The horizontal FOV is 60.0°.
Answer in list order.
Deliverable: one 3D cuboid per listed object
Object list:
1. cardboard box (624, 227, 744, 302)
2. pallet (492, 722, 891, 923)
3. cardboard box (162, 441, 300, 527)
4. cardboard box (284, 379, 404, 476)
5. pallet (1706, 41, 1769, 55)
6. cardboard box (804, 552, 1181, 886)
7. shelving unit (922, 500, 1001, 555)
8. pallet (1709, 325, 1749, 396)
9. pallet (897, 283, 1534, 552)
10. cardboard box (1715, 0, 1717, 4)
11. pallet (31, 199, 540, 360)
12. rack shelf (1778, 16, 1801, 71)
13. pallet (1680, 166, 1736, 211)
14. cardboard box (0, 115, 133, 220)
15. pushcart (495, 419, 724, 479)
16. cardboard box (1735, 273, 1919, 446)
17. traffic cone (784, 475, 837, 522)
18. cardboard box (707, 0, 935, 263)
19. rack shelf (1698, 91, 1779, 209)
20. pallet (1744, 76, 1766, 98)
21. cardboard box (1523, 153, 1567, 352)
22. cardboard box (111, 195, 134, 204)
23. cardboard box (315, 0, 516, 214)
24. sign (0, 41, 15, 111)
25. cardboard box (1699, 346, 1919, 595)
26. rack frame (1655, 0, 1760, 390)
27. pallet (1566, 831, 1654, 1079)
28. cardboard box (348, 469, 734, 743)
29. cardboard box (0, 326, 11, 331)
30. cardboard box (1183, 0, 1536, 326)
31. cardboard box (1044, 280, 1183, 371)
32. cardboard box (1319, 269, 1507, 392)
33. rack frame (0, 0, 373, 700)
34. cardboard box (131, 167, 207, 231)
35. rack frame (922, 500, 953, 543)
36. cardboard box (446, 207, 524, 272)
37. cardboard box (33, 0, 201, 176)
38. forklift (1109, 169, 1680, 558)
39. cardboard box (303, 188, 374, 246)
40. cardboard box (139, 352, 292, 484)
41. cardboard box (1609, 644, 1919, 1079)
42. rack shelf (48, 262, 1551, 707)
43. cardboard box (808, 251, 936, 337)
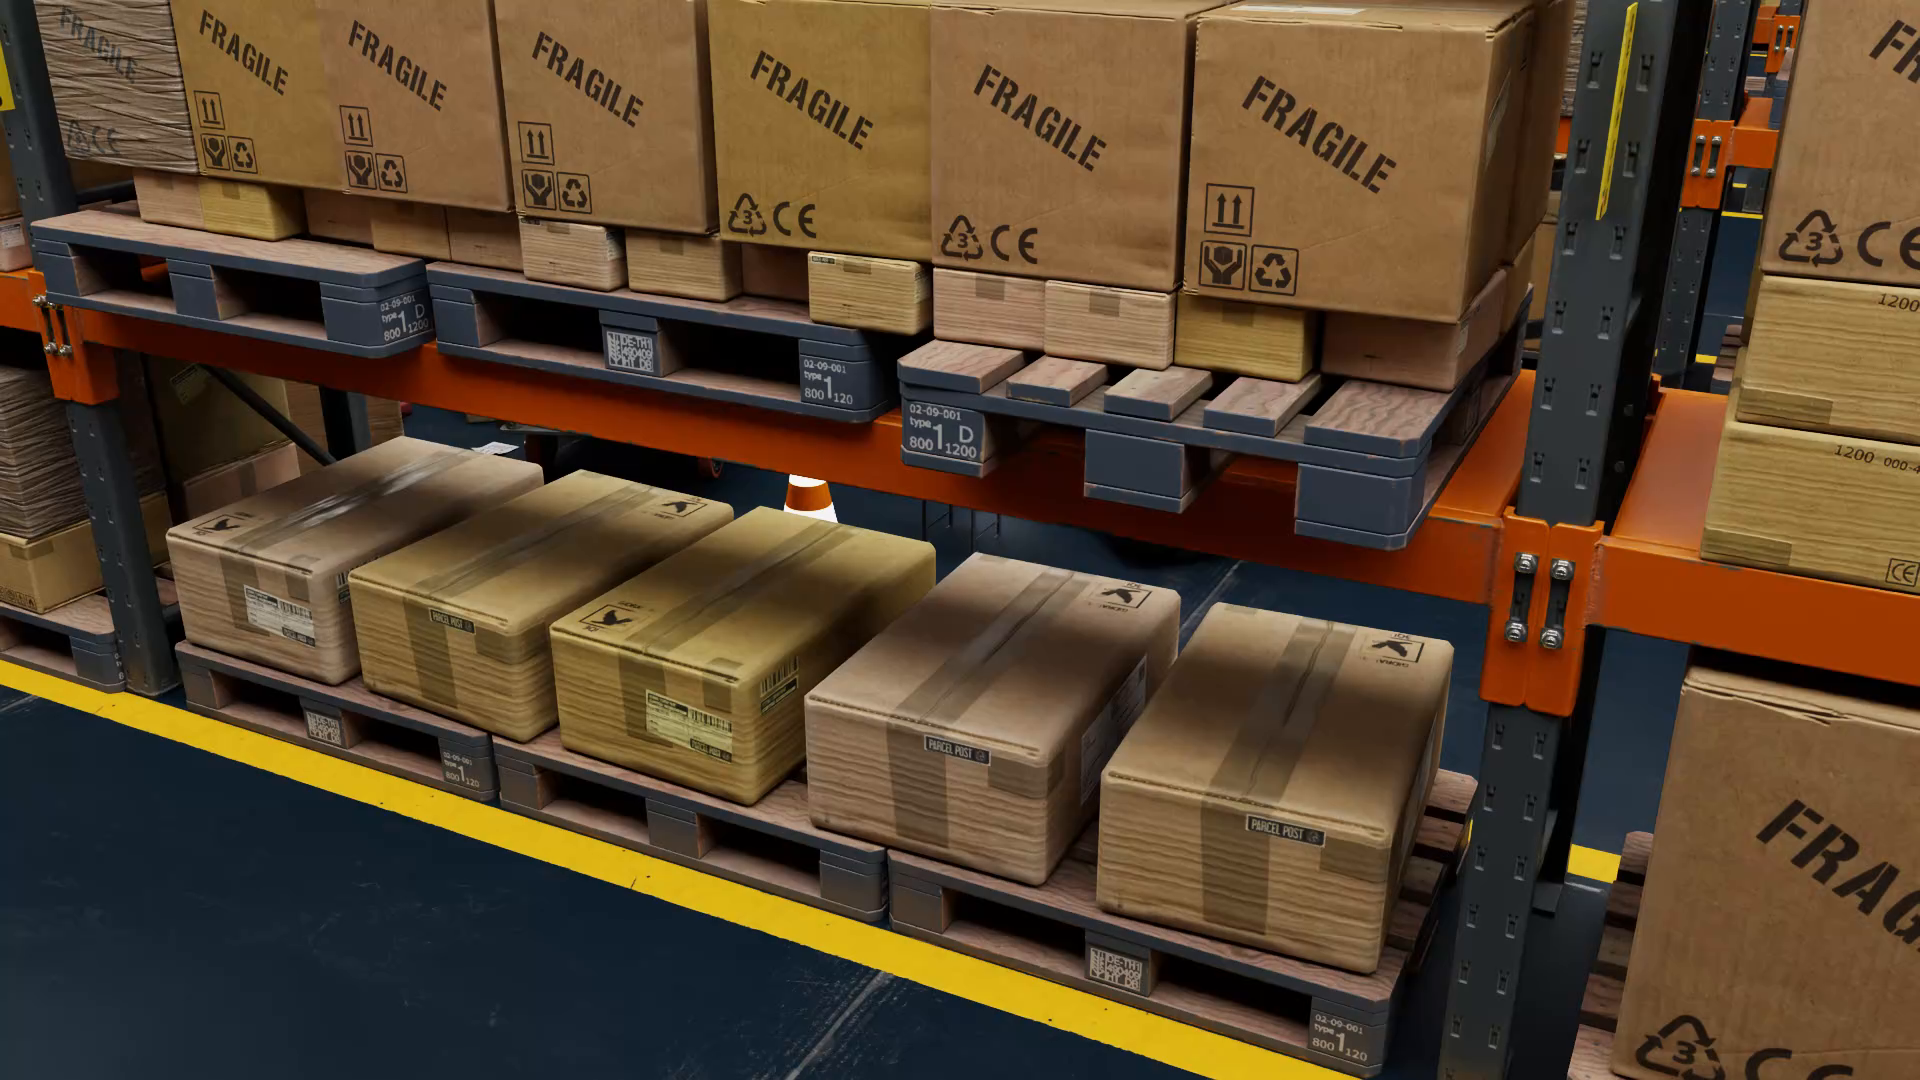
[{"bbox_3d":[-0.545,-0.668,3.772,0.250,0.149,0.380,10,25,23],"label":"cardboard box"},{"bbox_3d":[-0.509,0.560,4.663,1.213,0.211,1.003,11,25,25],"label":"pallet"},{"bbox_3d":[-2.702,-0.201,5.867,0.500,0.250,0.500,10,25,22],"label":"cardboard box"},{"bbox_3d":[-2.639,-0.590,6.996,0.500,0.500,0.500,-10,25,-21],"label":"cardboard box"},{"bbox_3d":[9.500,-6.165,20.476,1.213,0.211,1.003,11,25,25],"label":"pallet"},{"bbox_3d":[0.111,0.417,4.258,0.625,0.372,0.950,11,25,24],"label":"cardboard box"},{"bbox_3d":[0.007,-0.413,6.071,0.210,0.900,0.258,11,25,25],"label":"shelving unit"},{"bbox_3d":[4.113,-0.693,7.611,1.213,0.211,1.003,11,25,25],"label":"pallet"},{"bbox_3d":[0.589,-0.369,3.530,1.003,0.211,1.213,11,25,25],"label":"pallet"},{"bbox_3d":[9.172,-6.571,20.128,0.500,0.311,0.500,11,25,24],"label":"cardboard box"},{"bbox_3d":[-1.681,-0.801,4.545,1.213,0.211,1.003,11,25,25],"label":"pallet"},{"bbox_3d":[7.529,-3.145,10.733,4.000,0.370,1.077,11,25,25],"label":"rack shelf"},{"bbox_3d":[5.047,-2.685,12.294,1.213,0.211,1.003,11,25,25],"label":"pallet"},{"bbox_3d":[-2.806,-1.249,4.847,0.500,0.500,0.500,10,25,23],"label":"cardboard box"},{"bbox_3d":[-1.313,-0.673,7.351,0.936,0.377,1.648,3,23,6],"label":"pushcart"},{"bbox_3d":[1.613,-0.354,2.802,0.500,0.250,0.500,11,25,24],"label":"cardboard box"},{"bbox_3d":[-0.559,-0.177,6.076,0.334,0.463,0.336,11,25,25],"label":"traffic cone"},{"bbox_3d":[-0.176,-0.904,3.498,0.500,0.500,0.500,9,25,21],"label":"cardboard box"},{"bbox_3d":[5.201,-1.431,6.701,4.000,0.370,1.077,11,25,25],"label":"rack shelf"},{"bbox_3d":[7.305,-4.427,16.389,1.213,0.211,1.003,11,25,25],"label":"pallet"},{"bbox_3d":[2.913,-1.412,8.076,0.750,0.750,1.050,11,25,24],"label":"cardboard box"},{"bbox_3d":[-2.682,-1.153,5.450,0.250,0.149,0.380,12,26,26],"label":"cardboard box"},{"bbox_3d":[-1.126,-1.088,3.930,0.500,0.500,0.500,11,25,24],"label":"cardboard box"},{"bbox_3d":[-2.535,-1.282,4.326,0.005,0.325,0.100,11,25,25],"label":"sign"},{"bbox_3d":[1.596,-0.125,2.903,0.500,0.250,0.500,11,25,24],"label":"cardboard box"},{"bbox_3d":[3.416,-2.115,7.391,0.127,3.000,1.000,11,25,25],"label":"rack frame"},{"bbox_3d":[1.942,1.080,3.440,1.213,0.211,1.003,11,25,25],"label":"pallet"},{"bbox_3d":[-1.185,0.159,4.865,0.625,0.372,0.950,13,26,28],"label":"cardboard box"},{"bbox_3d":[-3.401,-0.448,5.489,0.500,0.500,0.500,12,26,25],"label":"cardboard box"},{"bbox_3d":[0.742,-0.728,3.084,0.500,0.500,0.500,10,25,23],"label":"cardboard box"},{"bbox_3d":[0.357,-0.473,3.313,0.250,0.149,0.380,11,25,24],"label":"cardboard box"},{"bbox_3d":[0.874,-0.422,3.194,0.250,0.149,0.380,12,26,26],"label":"cardboard box"},{"bbox_3d":[-2.297,-1.075,4.945,0.127,3.000,1.000,11,25,25],"label":"rack frame"},{"bbox_3d":[-1.946,-0.945,4.423,0.250,0.149,0.380,12,26,25],"label":"cardboard box"},{"bbox_3d":[-0.083,-0.431,6.113,0.006,0.900,0.240,11,25,25],"label":"rack frame"},{"bbox_3d":[-1.010,-0.770,4.011,0.250,0.149,0.380,11,26,25],"label":"cardboard box"},{"bbox_3d":[-2.008,-1.268,4.354,0.500,0.500,0.500,12,26,26],"label":"cardboard box"},{"bbox_3d":[1.879,-1.609,6.289,3.031,2.935,1.130,-7,24,-17],"label":"forklift"},{"bbox_3d":[-1.440,-0.874,4.257,0.250,0.149,0.380,13,26,28],"label":"cardboard box"},{"bbox_3d":[-2.702,-0.546,5.720,0.500,0.500,0.500,13,26,27],"label":"cardboard box"},{"bbox_3d":[1.852,0.567,3.262,0.875,0.875,0.875,11,25,24],"label":"cardboard box"},{"bbox_3d":[-0.512,-0.391,4.255,4.000,0.370,1.077,11,25,25],"label":"rack shelf"},{"bbox_3d":[-0.116,-0.564,3.527,0.250,0.149,0.380,12,26,25],"label":"cardboard box"}]
